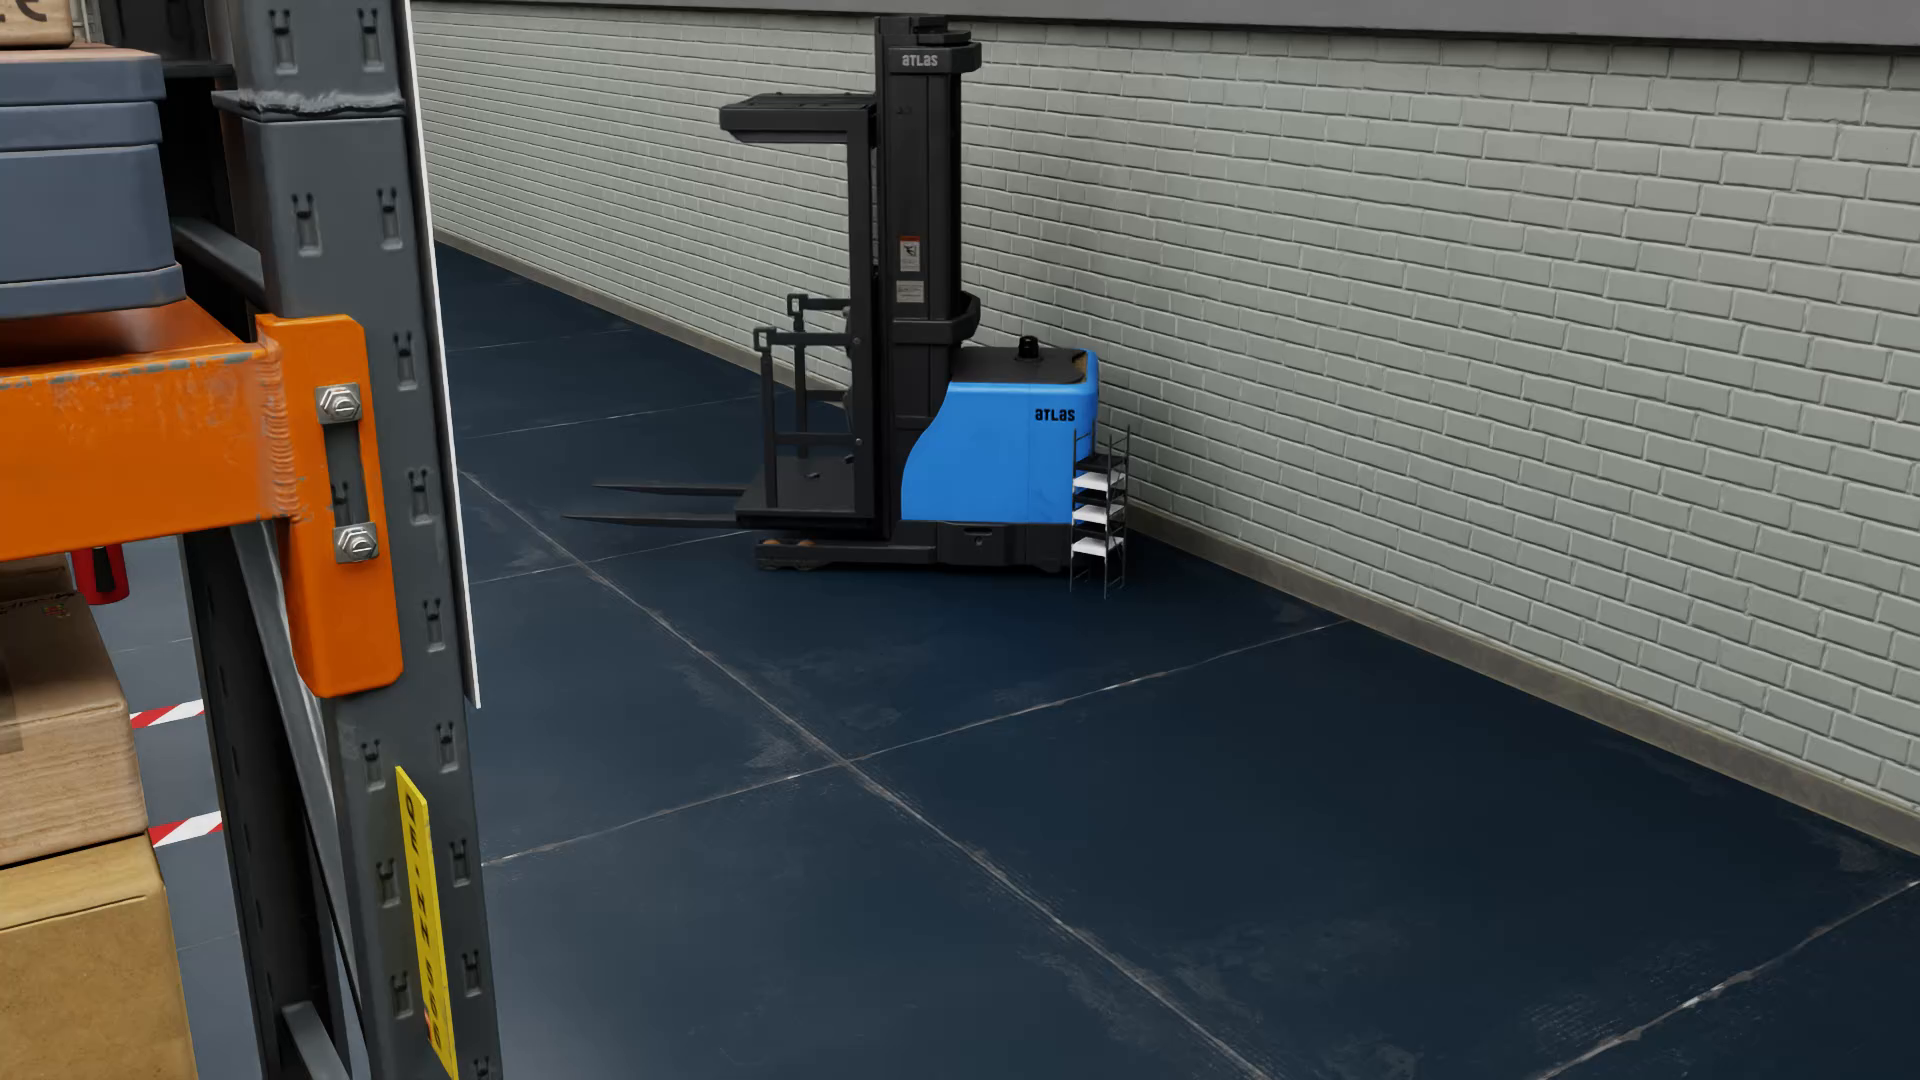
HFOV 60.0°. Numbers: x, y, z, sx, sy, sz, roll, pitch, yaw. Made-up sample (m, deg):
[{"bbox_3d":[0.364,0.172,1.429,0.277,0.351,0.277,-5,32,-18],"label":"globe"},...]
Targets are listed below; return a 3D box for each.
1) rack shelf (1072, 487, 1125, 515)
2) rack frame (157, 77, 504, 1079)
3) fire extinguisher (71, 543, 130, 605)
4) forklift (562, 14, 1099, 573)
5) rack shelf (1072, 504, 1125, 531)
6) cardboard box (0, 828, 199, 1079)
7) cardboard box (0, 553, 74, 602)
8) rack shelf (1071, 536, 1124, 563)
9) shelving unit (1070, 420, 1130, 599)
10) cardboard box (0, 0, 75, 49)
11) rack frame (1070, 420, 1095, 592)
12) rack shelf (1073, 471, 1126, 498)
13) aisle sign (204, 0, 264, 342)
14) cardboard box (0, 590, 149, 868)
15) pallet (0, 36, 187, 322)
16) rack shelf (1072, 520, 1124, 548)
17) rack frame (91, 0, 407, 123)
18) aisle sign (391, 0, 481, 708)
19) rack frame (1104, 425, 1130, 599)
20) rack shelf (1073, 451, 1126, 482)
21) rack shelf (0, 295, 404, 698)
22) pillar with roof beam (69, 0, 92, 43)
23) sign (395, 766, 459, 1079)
[{"bbox_3d":[0.741,-0.217,8.804,0.200,0.077,0.258,11,21,29],"label":"rack shelf"},{"bbox_3d":[-0.836,0.909,2.371,0.127,3.000,1.000,-12,22,-31],"label":"rack frame"},{"bbox_3d":[-3.179,-0.105,6.073,0.183,0.674,0.296,-12,22,-31],"label":"fire extinguisher"},{"bbox_3d":[-0.731,-1.380,9.251,3.031,2.935,1.130,2,19,4],"label":"forklift"},{"bbox_3d":[0.741,-0.132,8.833,0.200,0.077,0.258,11,21,29],"label":"rack shelf"},{"bbox_3d":[-1.108,0.537,1.756,0.500,0.500,0.500,-11,22,-30],"label":"cardboard box"},{"bbox_3d":[-1.285,0.069,2.125,0.250,0.149,0.380,-11,22,-30],"label":"cardboard box"},{"bbox_3d":[0.741,0.039,8.891,0.200,0.077,0.258,11,21,29],"label":"rack shelf"},{"bbox_3d":[0.741,-0.163,8.822,0.210,0.900,0.258,11,21,29],"label":"shelving unit"},{"bbox_3d":[-1.162,-0.584,1.526,0.500,0.250,0.500,-14,23,-36],"label":"cardboard box"},{"bbox_3d":[0.654,-0.180,8.871,0.006,0.900,0.240,11,21,29],"label":"rack frame"},{"bbox_3d":[0.741,-0.302,8.775,0.200,0.077,0.258,11,21,29],"label":"rack shelf"},{"bbox_3d":[-0.935,-0.412,2.222,0.004,0.787,0.394,-12,22,-31],"label":"aisle sign"},{"bbox_3d":[-1.026,0.198,1.746,0.250,0.149,0.380,-12,22,-31],"label":"cardboard box"},{"bbox_3d":[-1.450,-0.336,1.510,1.213,0.211,1.003,-12,22,-31],"label":"pallet"},{"bbox_3d":[0.741,-0.046,8.862,0.200,0.077,0.258,11,21,29],"label":"rack shelf"},{"bbox_3d":[-0.836,-1.933,1.411,0.127,3.000,1.000,-12,22,-31],"label":"rack frame"},{"bbox_3d":[-0.605,-0.252,1.747,0.004,0.787,0.394,-12,22,-31],"label":"aisle sign"},{"bbox_3d":[0.829,-0.147,8.773,0.006,0.900,0.240,11,21,29],"label":"rack frame"},{"bbox_3d":[0.741,-0.387,8.747,0.200,0.077,0.258,11,21,29],"label":"rack shelf"},{"bbox_3d":[-2.506,0.181,0.964,4.000,0.370,1.077,-12,22,-31],"label":"rack shelf"},{"bbox_3d":[-10.312,-8.114,19.693,0.400,9.000,9.100,-12,22,-31],"label":"pillar with roof beam"},{"bbox_3d":[-0.549,0.396,1.712,0.005,0.325,0.100,-12,22,-31],"label":"sign"}]
